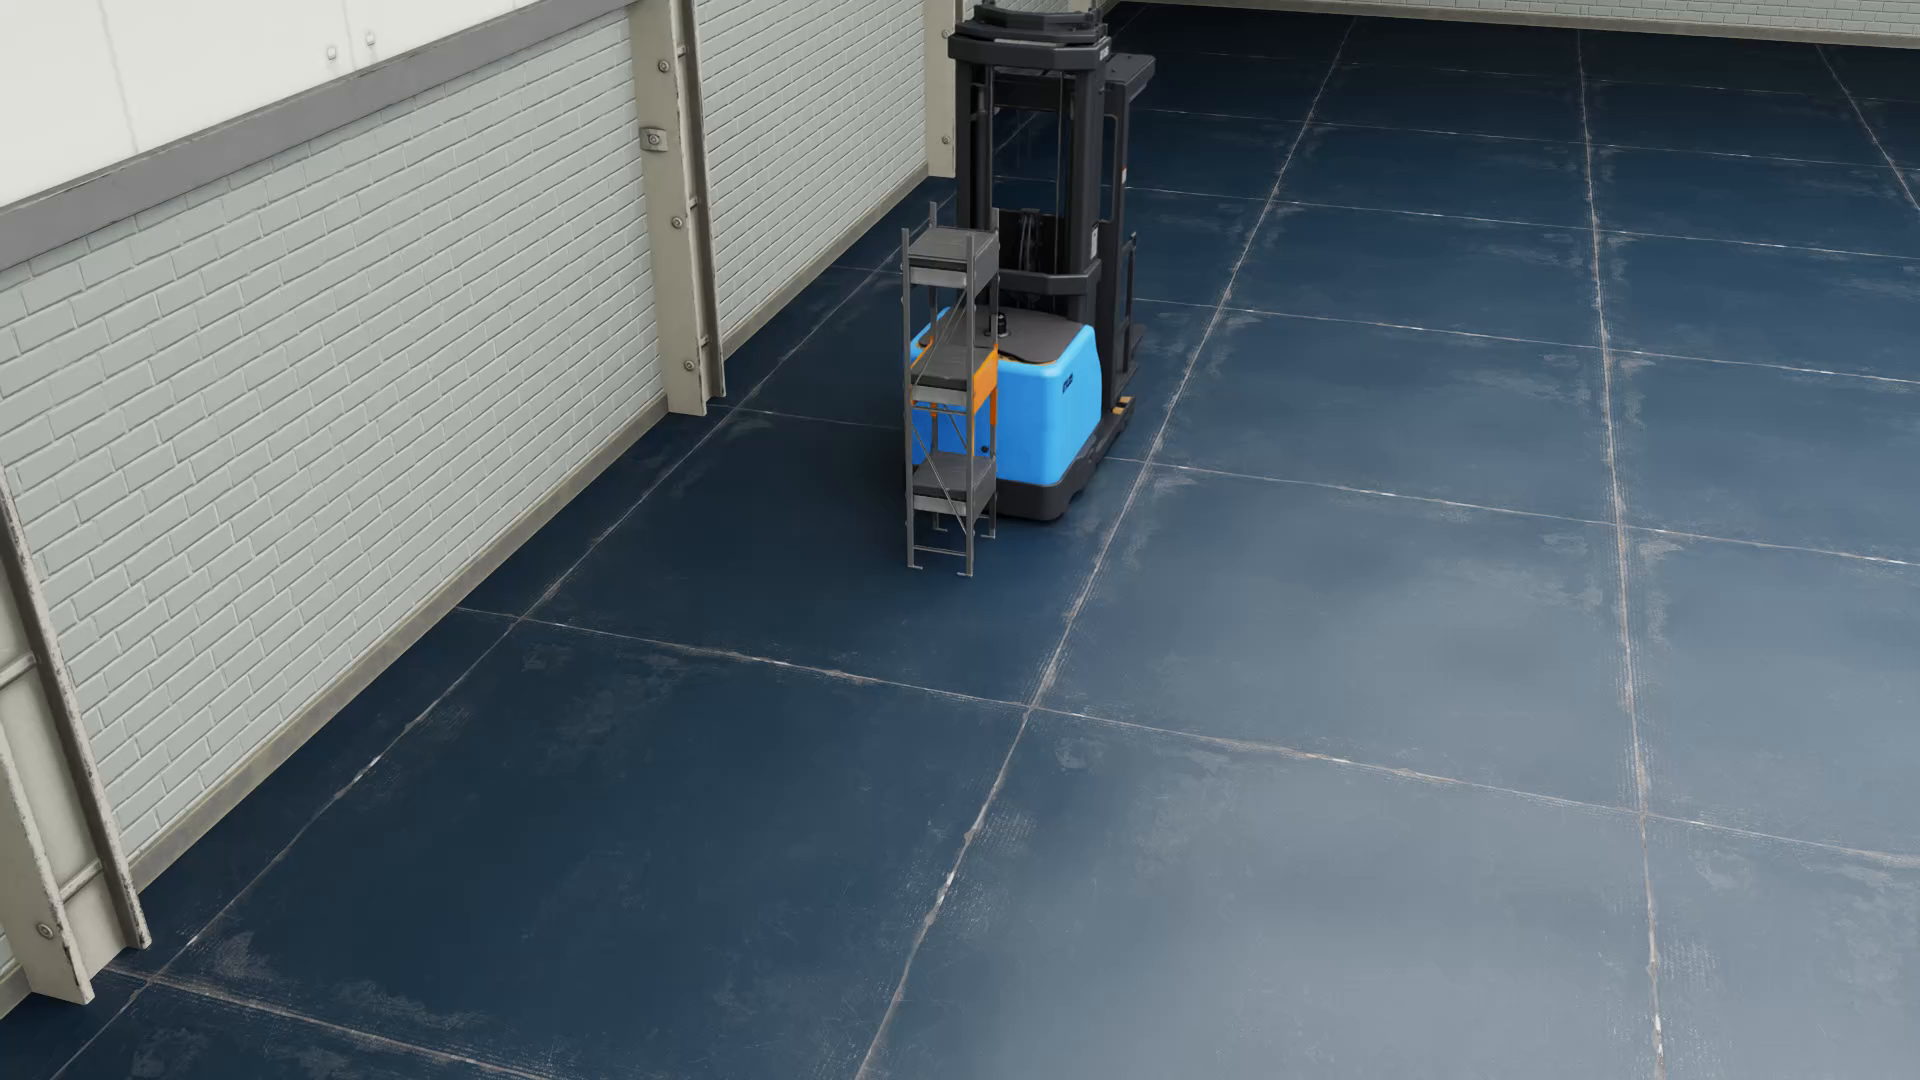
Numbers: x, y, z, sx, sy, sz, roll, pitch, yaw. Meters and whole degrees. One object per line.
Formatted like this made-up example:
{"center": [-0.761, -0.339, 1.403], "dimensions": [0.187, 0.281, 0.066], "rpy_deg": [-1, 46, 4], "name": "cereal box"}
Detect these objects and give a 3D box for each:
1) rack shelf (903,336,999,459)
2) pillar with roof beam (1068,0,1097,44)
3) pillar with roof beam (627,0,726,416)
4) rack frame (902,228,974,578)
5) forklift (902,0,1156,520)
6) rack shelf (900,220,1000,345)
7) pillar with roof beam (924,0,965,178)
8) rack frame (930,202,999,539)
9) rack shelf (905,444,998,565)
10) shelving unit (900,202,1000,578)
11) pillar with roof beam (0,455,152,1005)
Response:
{"center": [-0.049, -0.829, 9.608], "dimensions": [0.431, 0.518, 0.480], "rpy_deg": [8, 30, 15], "name": "rack shelf"}
{"center": [5.724, -9.889, 18.770], "dimensions": [9.100, 9.000, 0.400], "rpy_deg": [8, 30, 15], "name": "pillar with roof beam"}
{"center": [2.201, -4.313, 8.746], "dimensions": [9.100, 9.000, 0.400], "rpy_deg": [8, 30, 15], "name": "pillar with roof beam"}
{"center": [-0.120, -0.727, 9.397], "dimensions": [0.400, 2.100, 0.015], "rpy_deg": [8, 30, 15], "name": "rack frame"}
{"center": [0.607, -2.103, 11.015], "dimensions": [1.130, 2.935, 3.031], "rpy_deg": [10, 31, 17], "name": "forklift"}
{"center": [-0.049, -1.440, 9.268], "dimensions": [0.431, 0.518, 0.480], "rpy_deg": [8, 30, 15], "name": "rack shelf"}
{"center": [3.963, -7.101, 13.758], "dimensions": [9.100, 9.000, 0.400], "rpy_deg": [8, 30, 15], "name": "pillar with roof beam"}
{"center": [0.023, -0.954, 9.805], "dimensions": [0.400, 2.100, 0.015], "rpy_deg": [8, 30, 15], "name": "rack frame"}
{"center": [-0.049, -0.217, 9.948], "dimensions": [0.431, 0.518, 0.480], "rpy_deg": [8, 30, 15], "name": "rack shelf"}
{"center": [-0.049, -0.841, 9.601], "dimensions": [0.431, 2.100, 0.503], "rpy_deg": [8, 30, 15], "name": "shelving unit"}
{"center": [0.440, -1.524, 3.733], "dimensions": [9.100, 9.000, 0.400], "rpy_deg": [8, 30, 15], "name": "pillar with roof beam"}
